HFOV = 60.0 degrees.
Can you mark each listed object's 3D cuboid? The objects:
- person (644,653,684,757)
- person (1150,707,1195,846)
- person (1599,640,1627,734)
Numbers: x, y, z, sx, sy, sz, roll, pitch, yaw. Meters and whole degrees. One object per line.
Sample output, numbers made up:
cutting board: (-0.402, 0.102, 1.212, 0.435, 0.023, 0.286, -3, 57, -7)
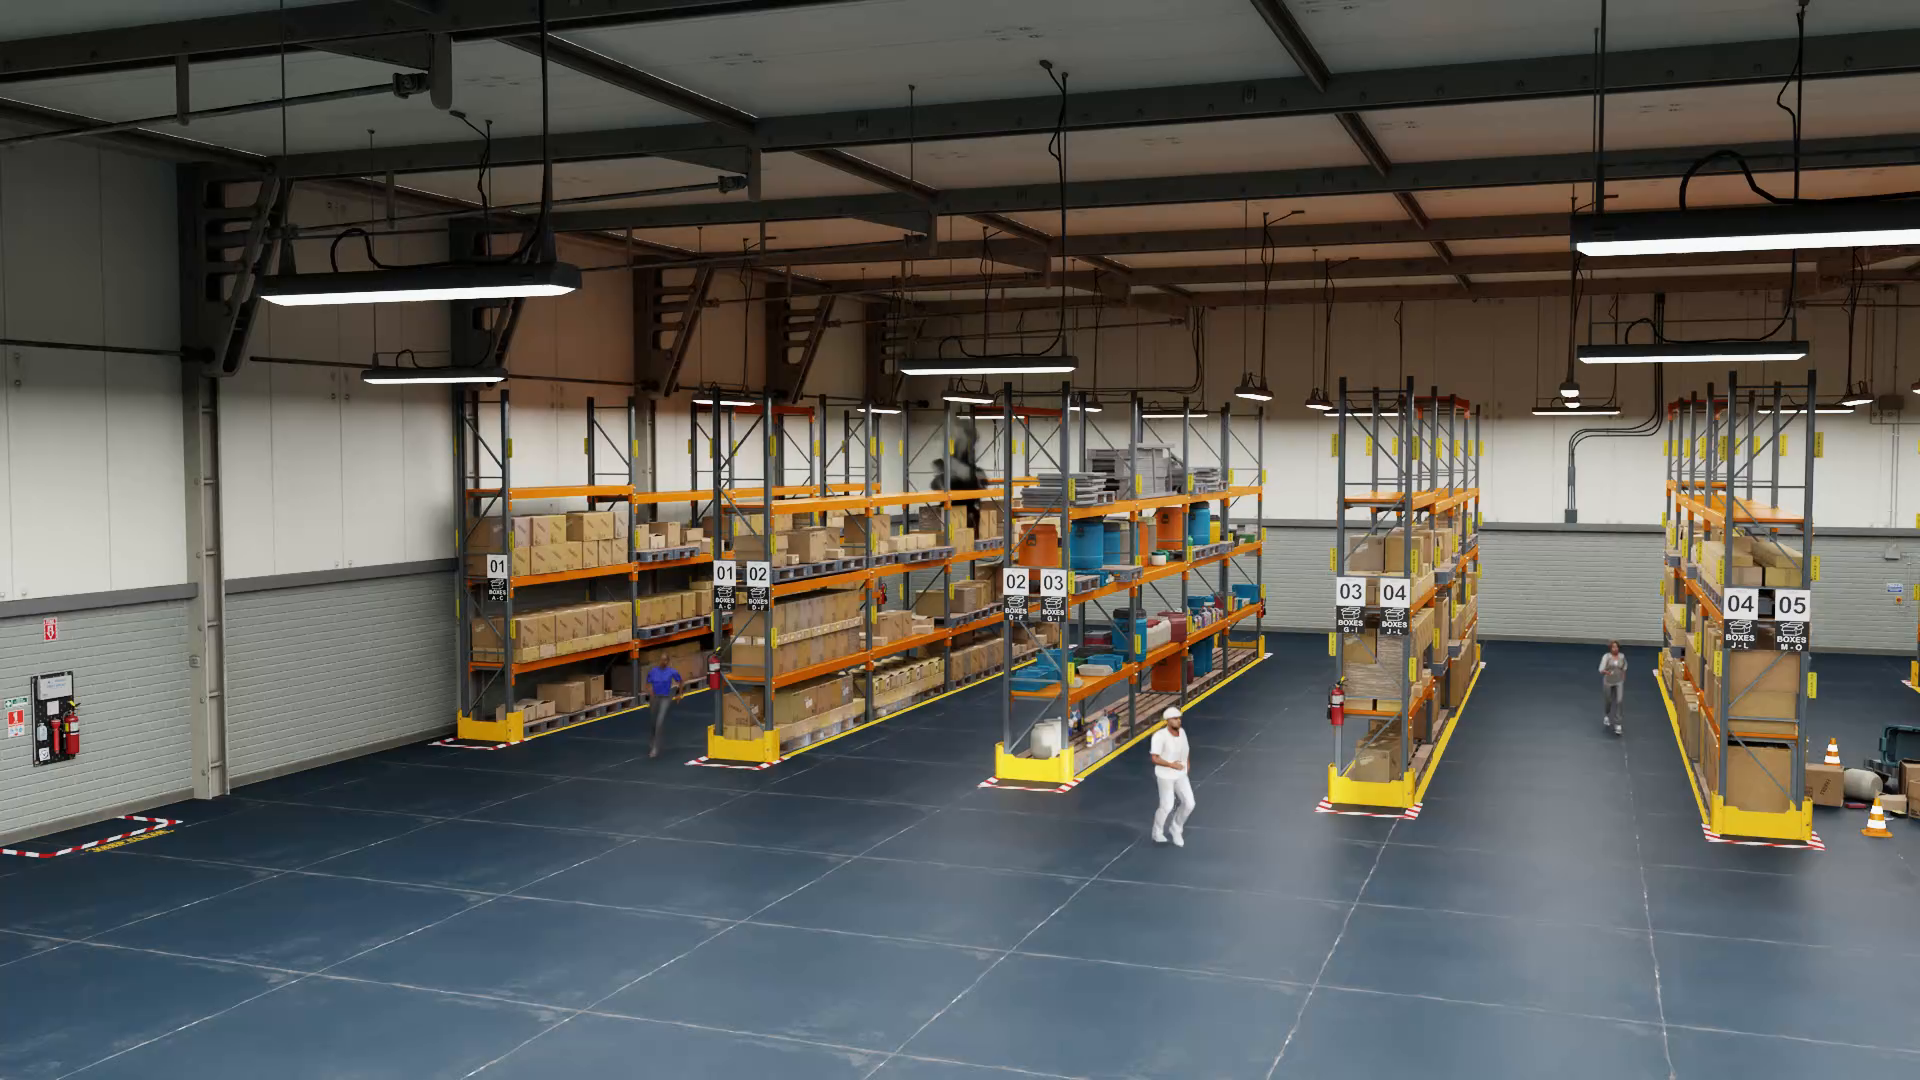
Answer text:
person: (-4.867, 2.670, 27.287, 0.629, 1.657, 0.854, 0, 3, 5)
person: (2.696, 2.987, 20.883, 0.724, 1.789, 0.695, -2, 4, -33)
person: (11.575, 2.567, 29.475, 0.505, 1.603, 0.863, 1, 3, 13)
